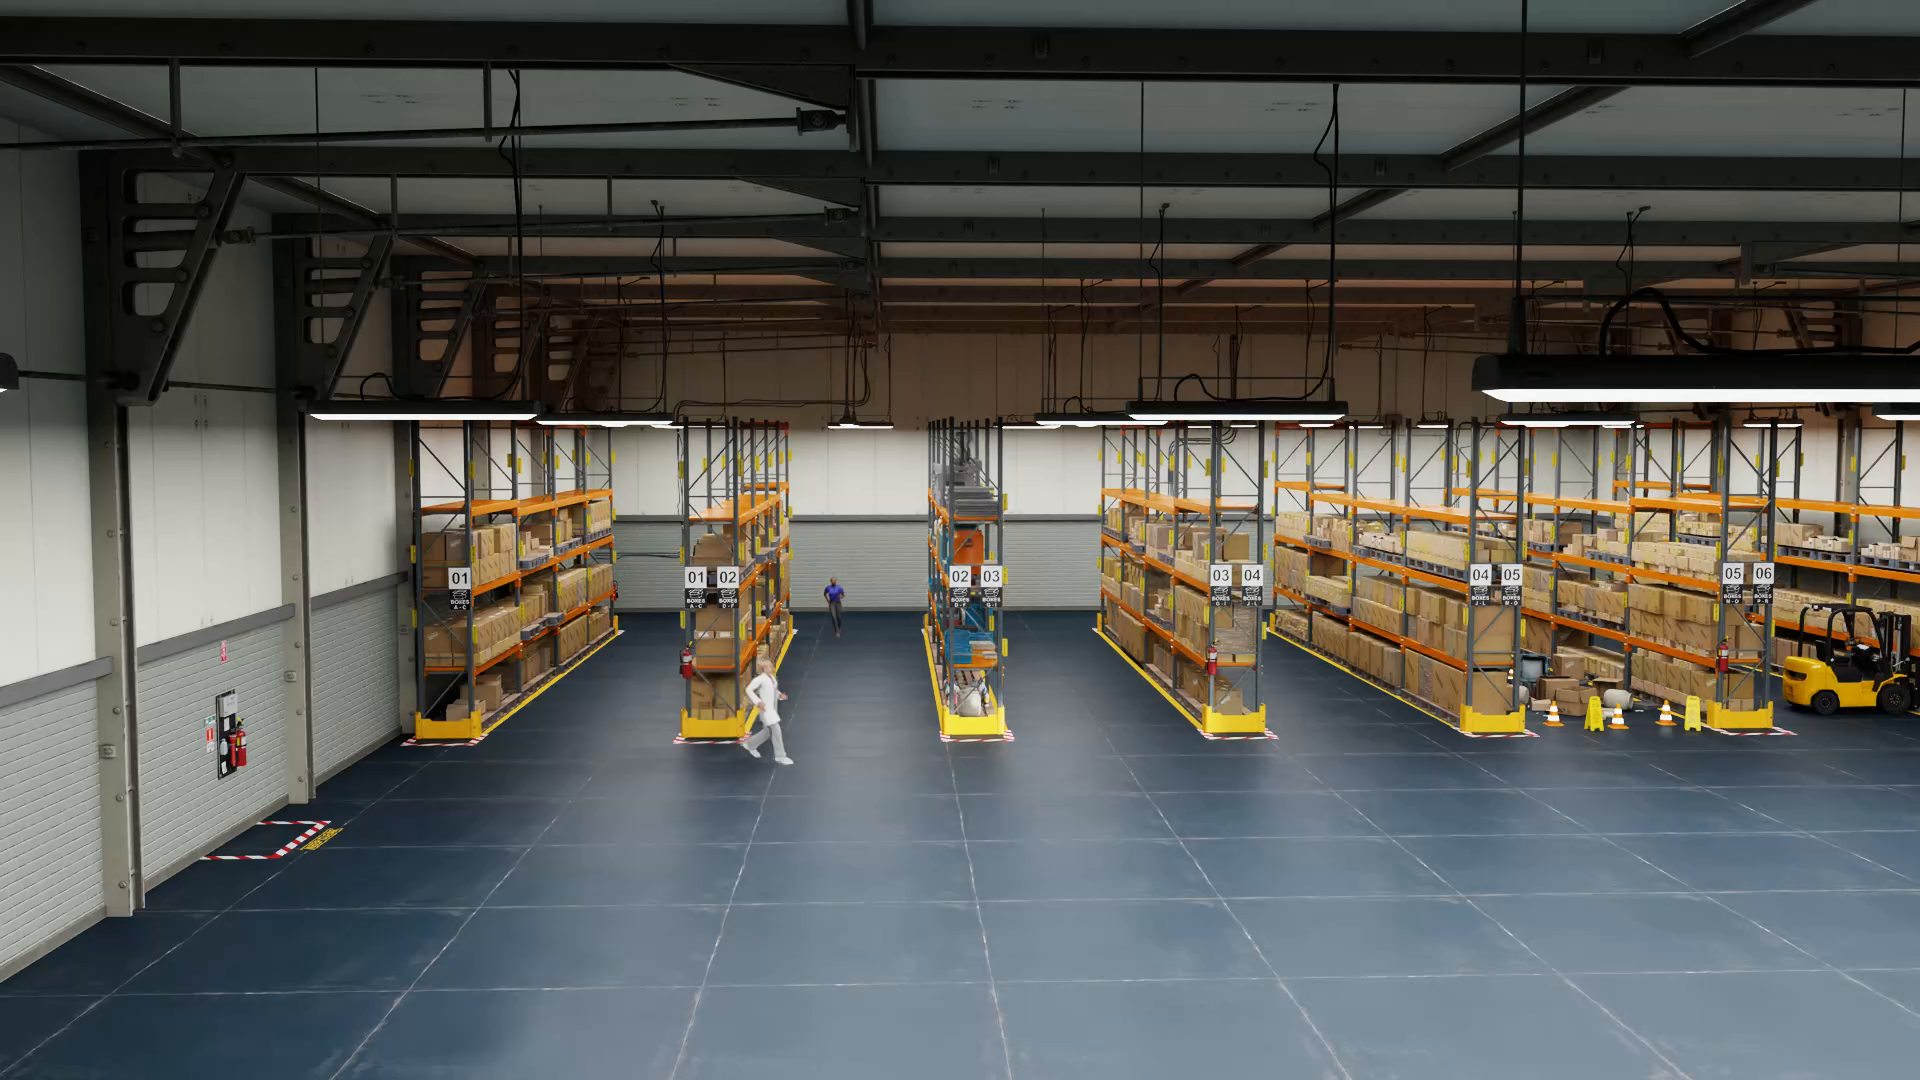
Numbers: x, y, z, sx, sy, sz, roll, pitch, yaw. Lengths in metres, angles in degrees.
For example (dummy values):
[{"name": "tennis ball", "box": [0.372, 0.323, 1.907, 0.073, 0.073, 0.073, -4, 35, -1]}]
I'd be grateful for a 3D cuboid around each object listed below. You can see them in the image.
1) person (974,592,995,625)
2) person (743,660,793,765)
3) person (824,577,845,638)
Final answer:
[{"name": "person", "box": [0.570, 1.638, 49.271, 0.932, 1.790, 0.672, 1, 4, 8]}, {"name": "person", "box": [-3.328, 3.076, 28.709, 1.009, 1.533, 0.717, 1, 4, 16]}, {"name": "person", "box": [-3.505, 1.908, 46.539, 0.588, 1.598, 0.848, -1, 4, -10]}]
